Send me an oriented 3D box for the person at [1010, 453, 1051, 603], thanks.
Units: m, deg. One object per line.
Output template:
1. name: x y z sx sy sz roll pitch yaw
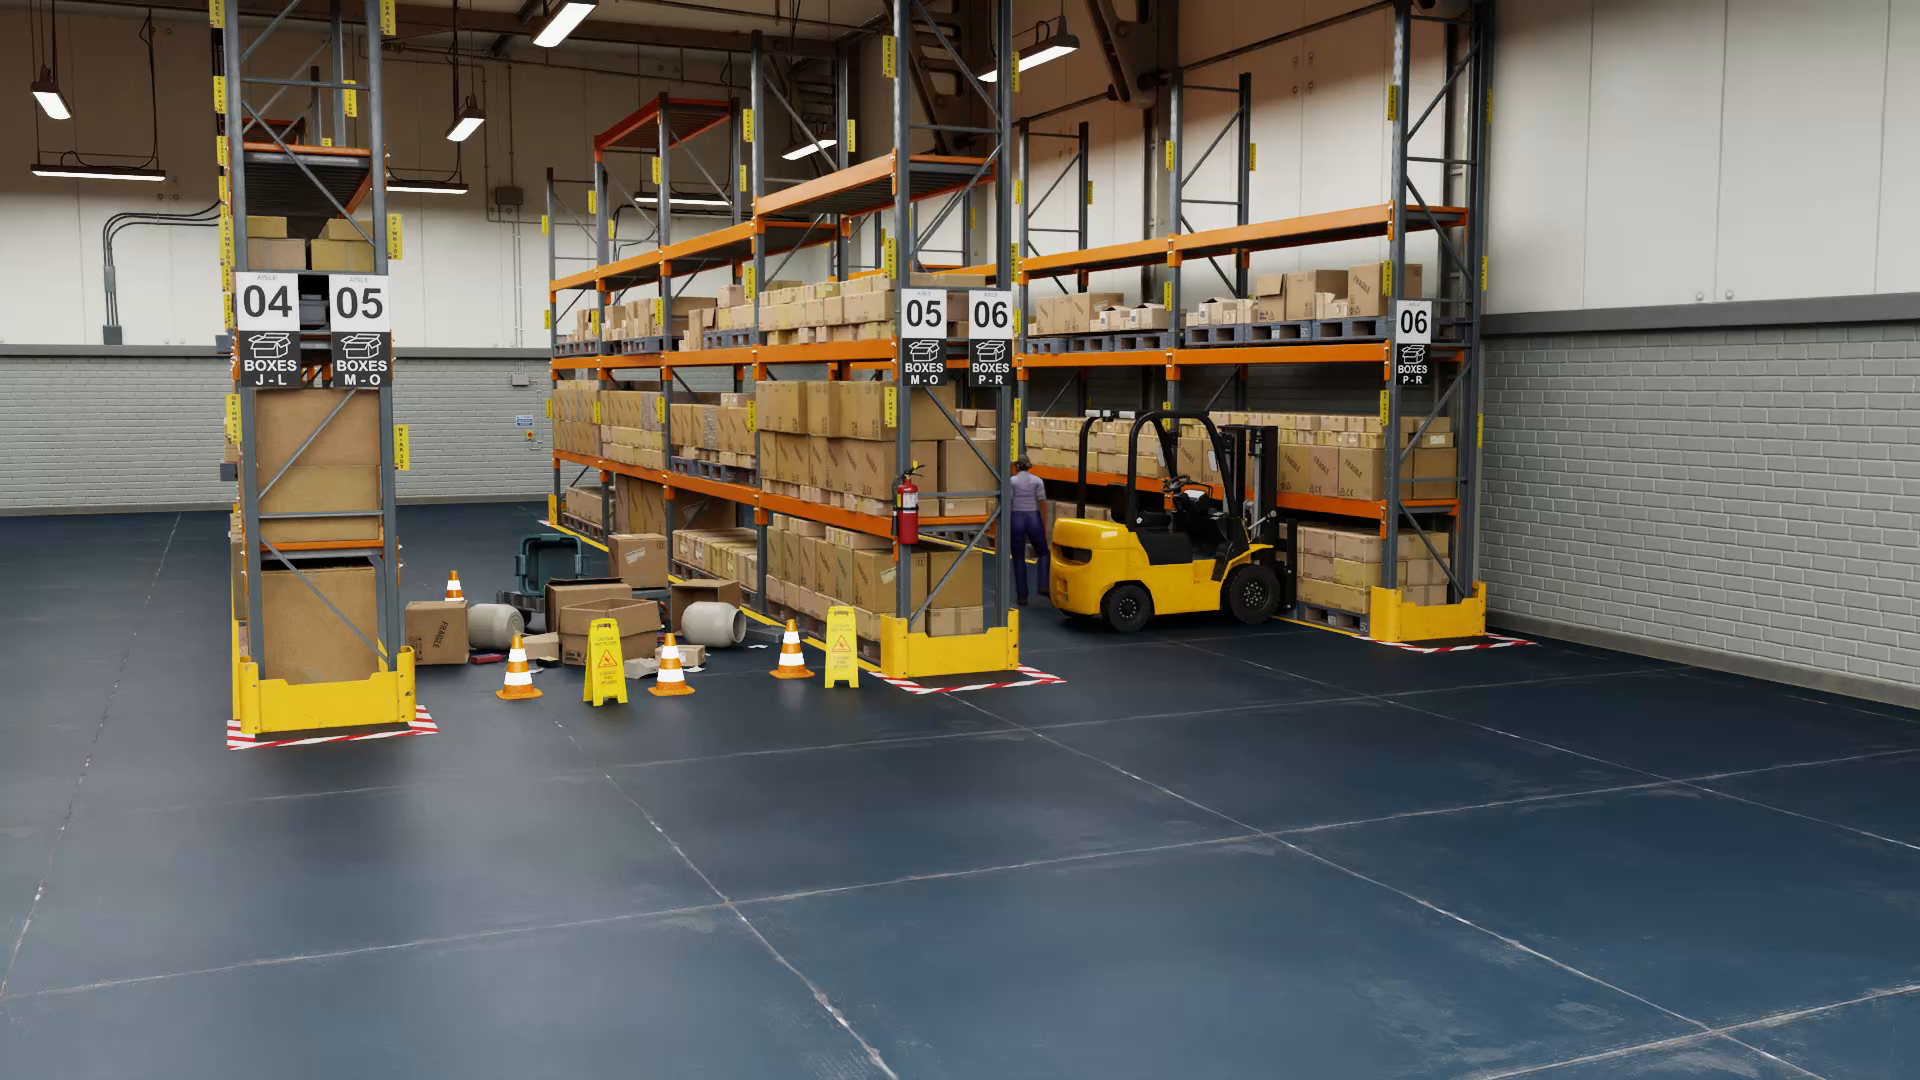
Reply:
1. person: 0.777 -0.128 18.244 0.663 1.642 0.461 0 6 -1
